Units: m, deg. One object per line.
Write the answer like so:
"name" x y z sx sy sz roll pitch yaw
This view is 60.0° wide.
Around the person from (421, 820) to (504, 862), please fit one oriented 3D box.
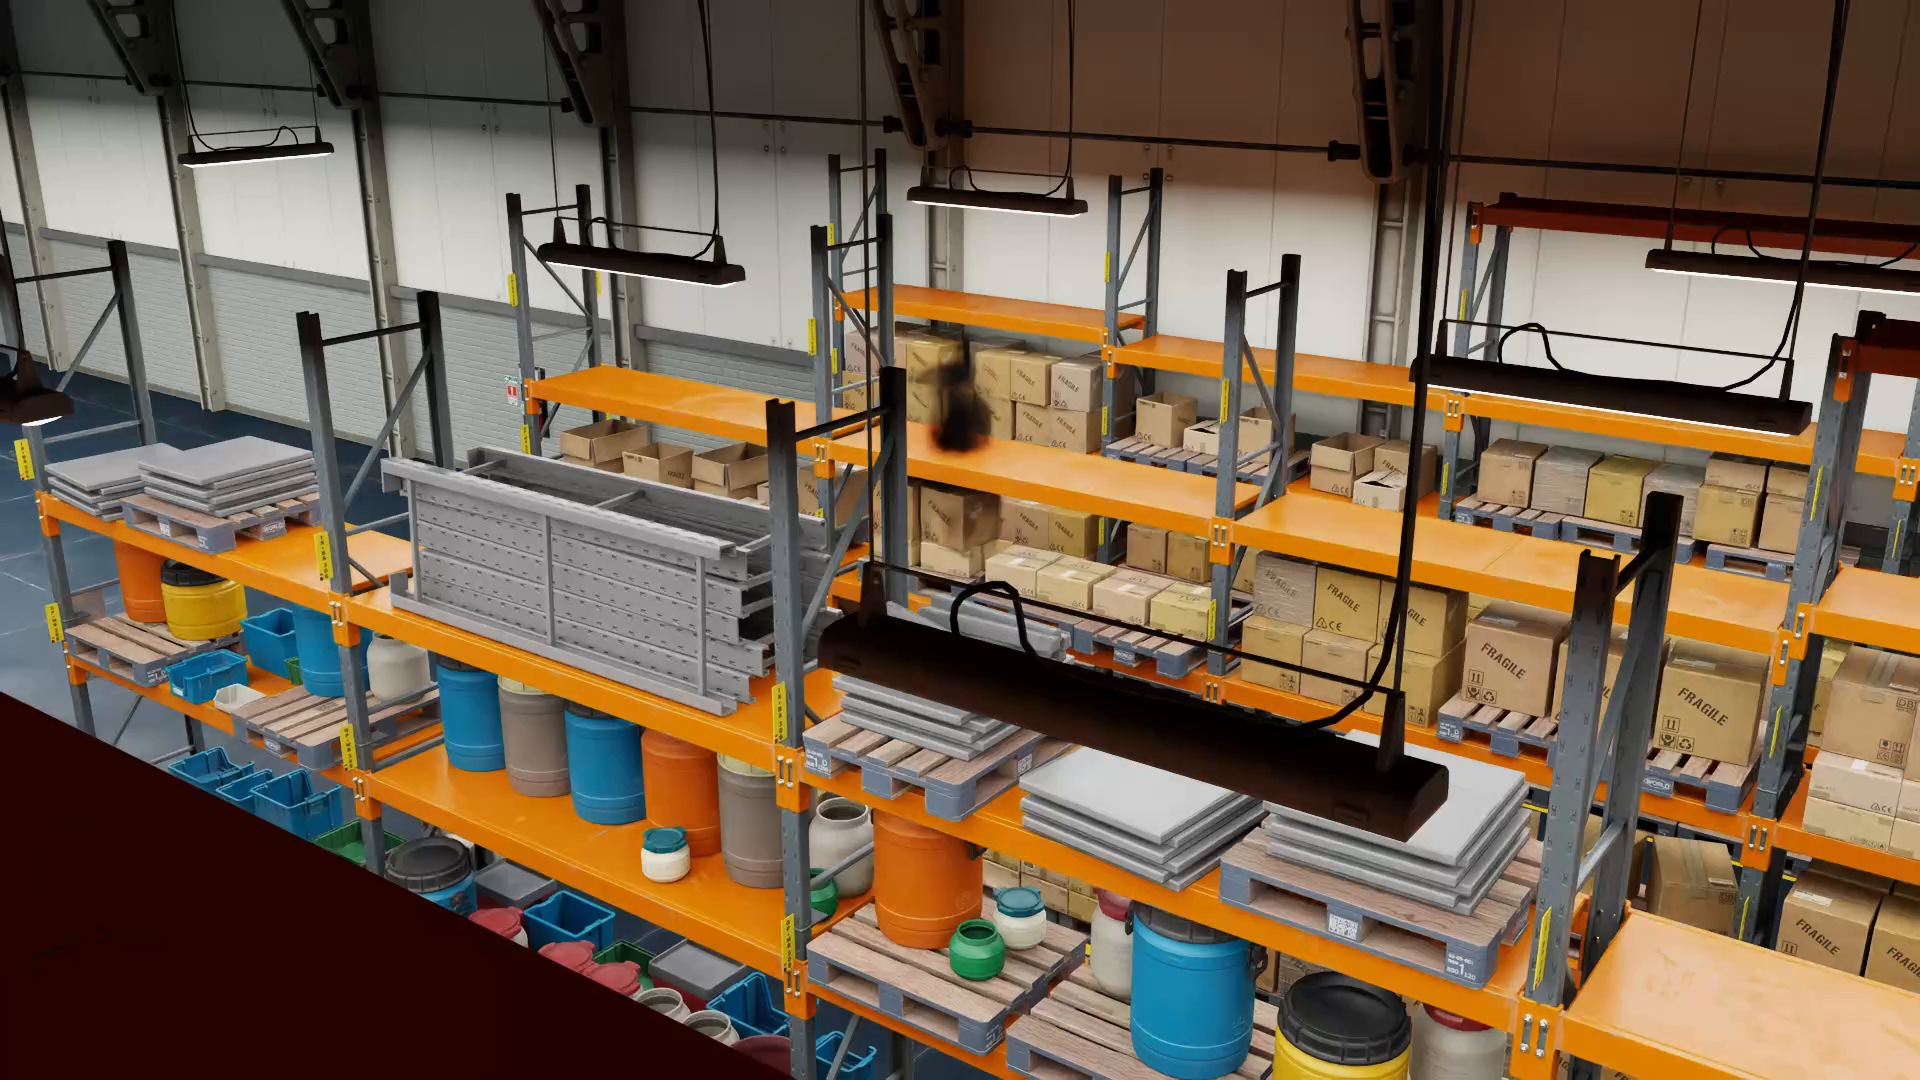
"person" -4.264 2.654 14.761 0.916 1.610 0.484 -4 19 -11
